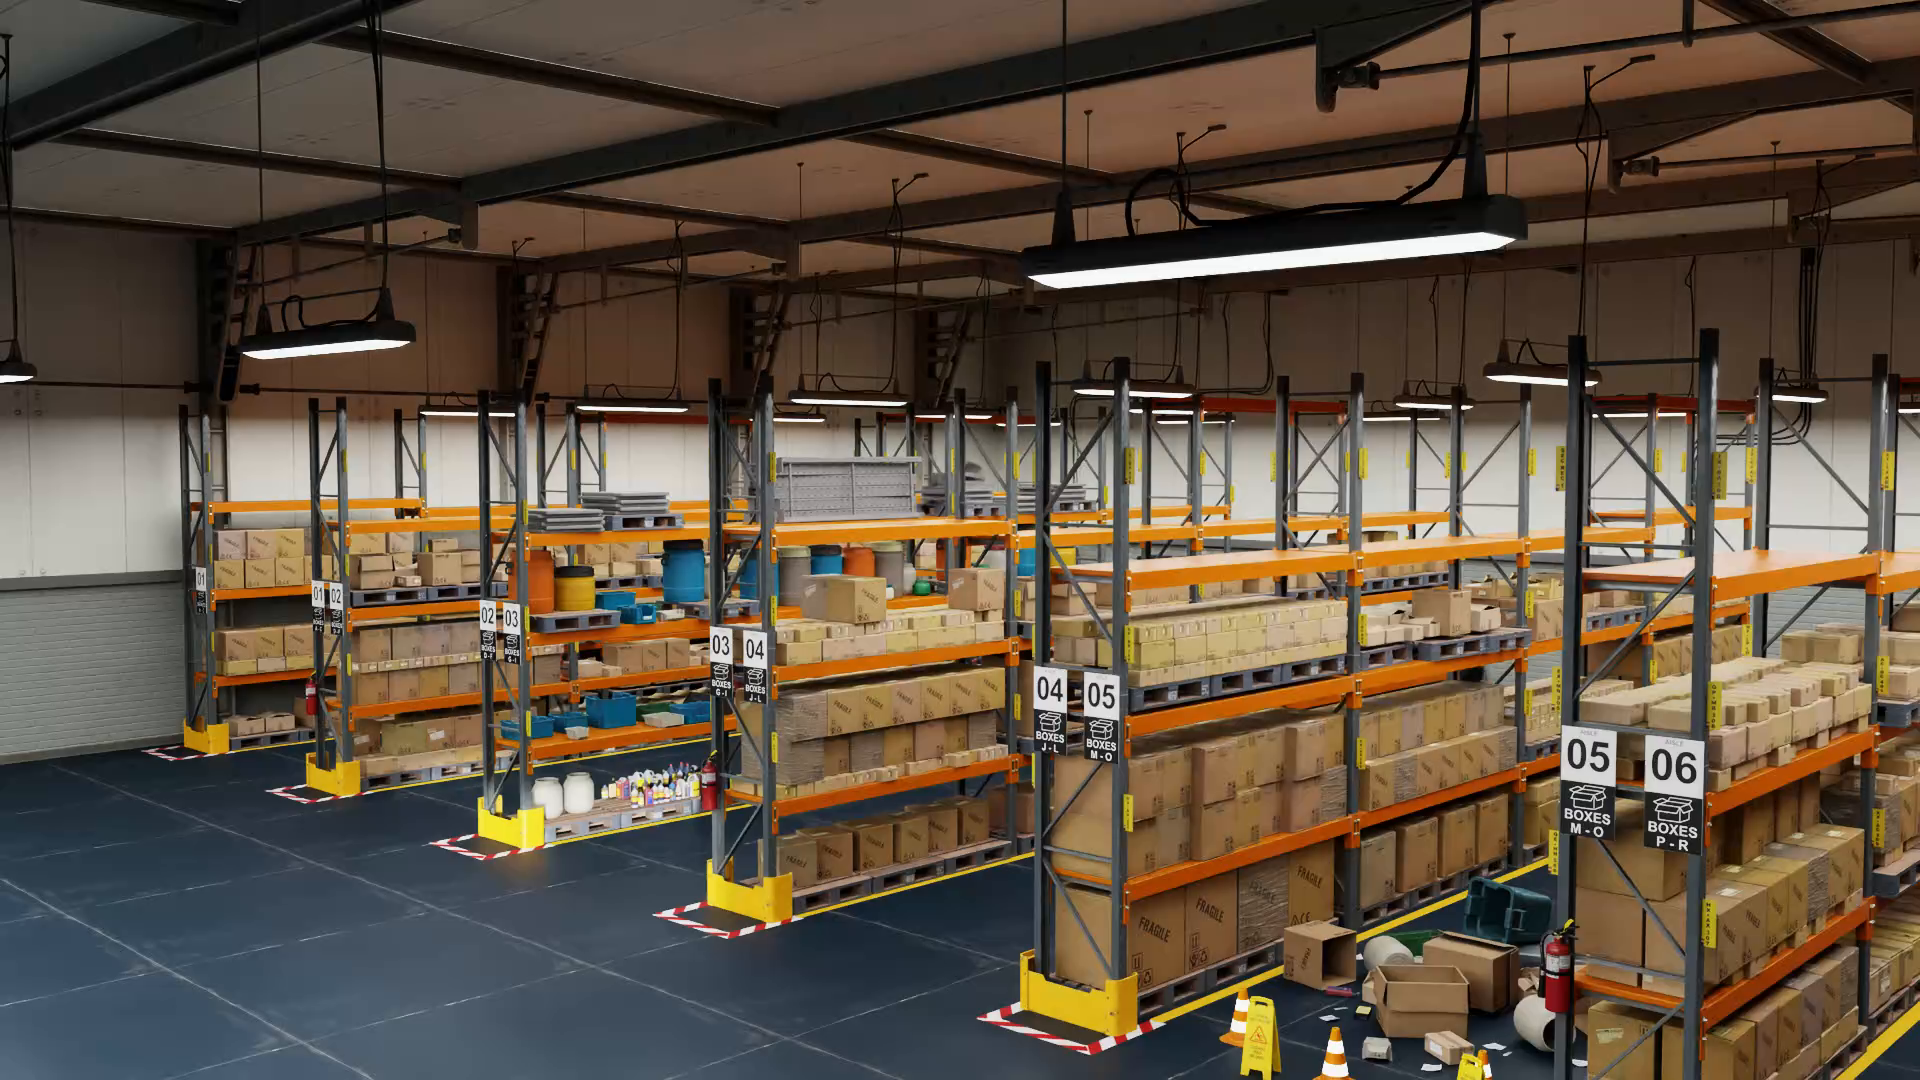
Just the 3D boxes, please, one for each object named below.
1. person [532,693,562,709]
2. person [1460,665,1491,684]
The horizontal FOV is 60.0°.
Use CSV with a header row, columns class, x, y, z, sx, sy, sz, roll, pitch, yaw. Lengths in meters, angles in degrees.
class,x,y,z,sx,sy,sz,roll,pitch,yaw
person,-7.643,2.727,30.734,0.671,1.665,0.573,0,3,2
person,9.516,2.682,30.923,0.586,1.695,0.734,-1,3,-10
